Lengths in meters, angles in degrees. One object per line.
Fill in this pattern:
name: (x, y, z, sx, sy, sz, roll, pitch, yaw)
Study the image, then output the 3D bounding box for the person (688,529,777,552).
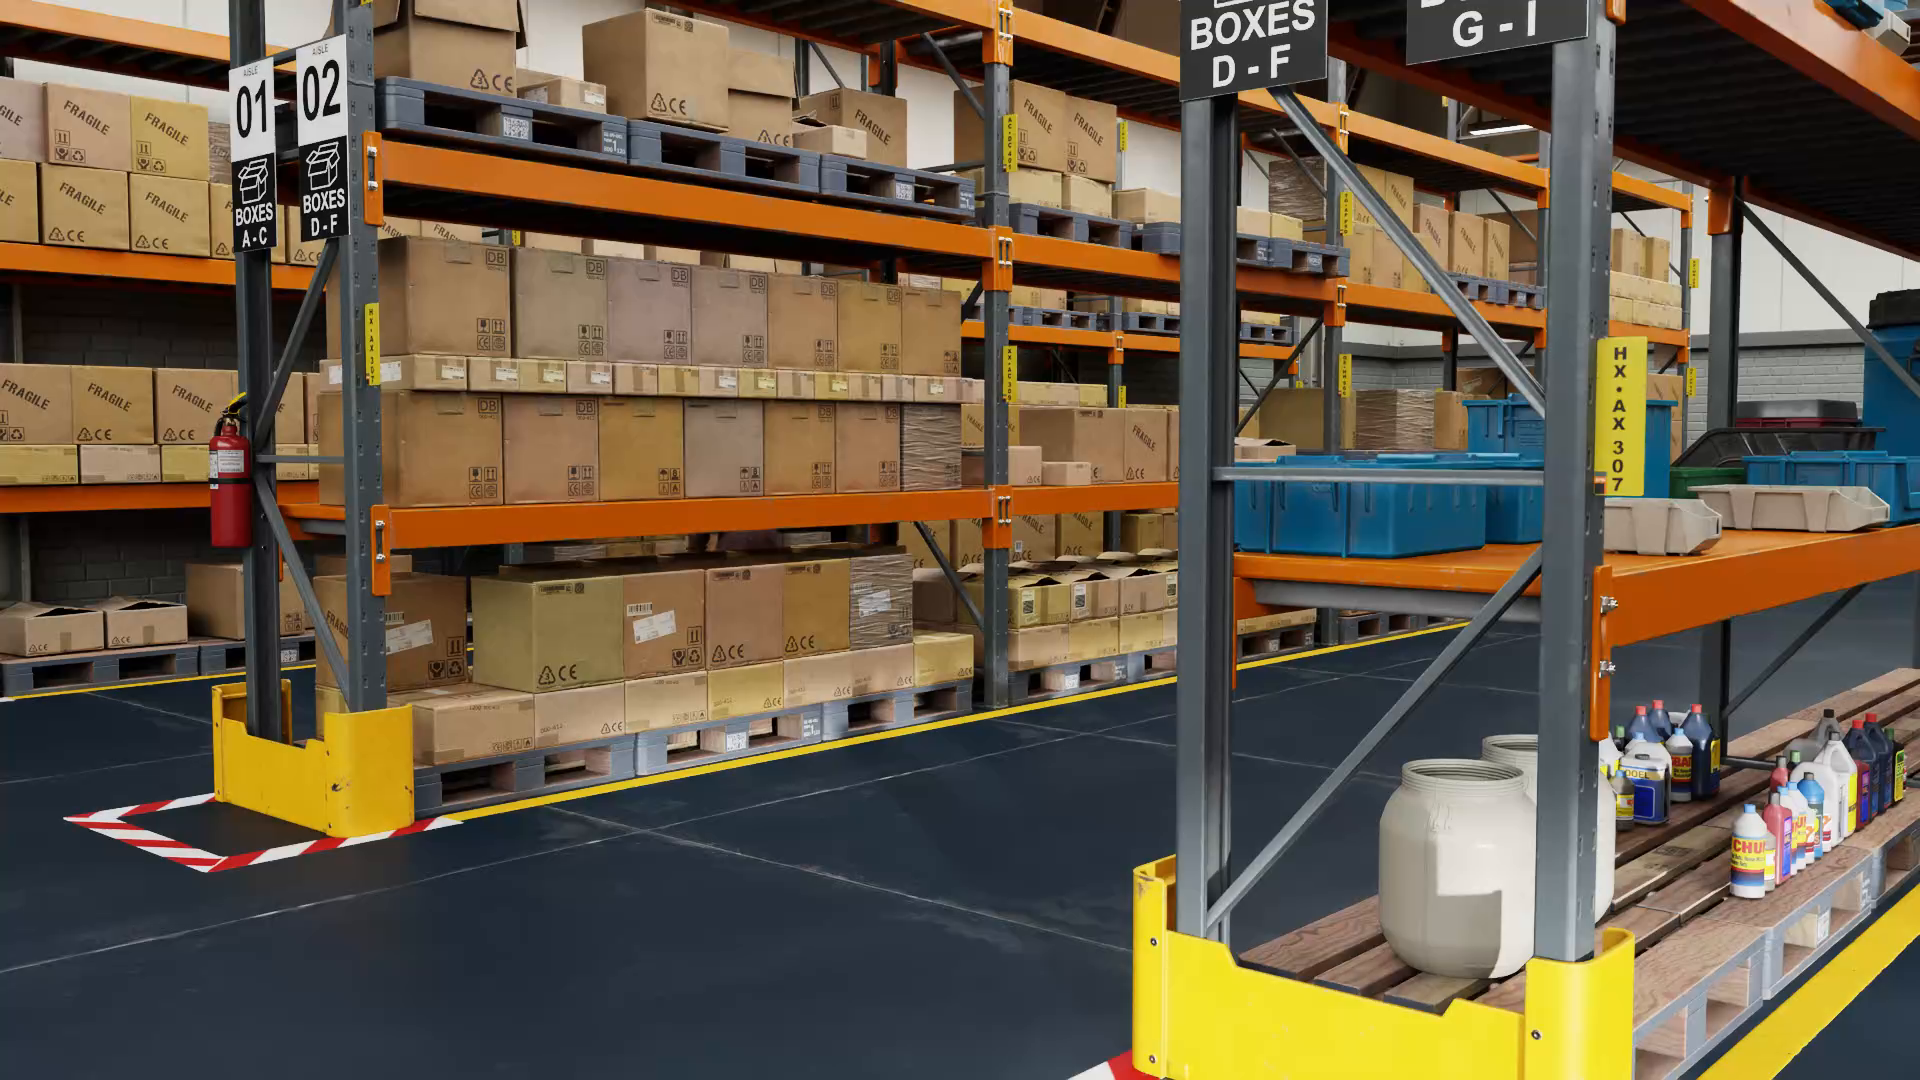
person: (-1.768, 0.238, 12.418, 0.929, 1.219, 0.556, 3, 4, 39)
